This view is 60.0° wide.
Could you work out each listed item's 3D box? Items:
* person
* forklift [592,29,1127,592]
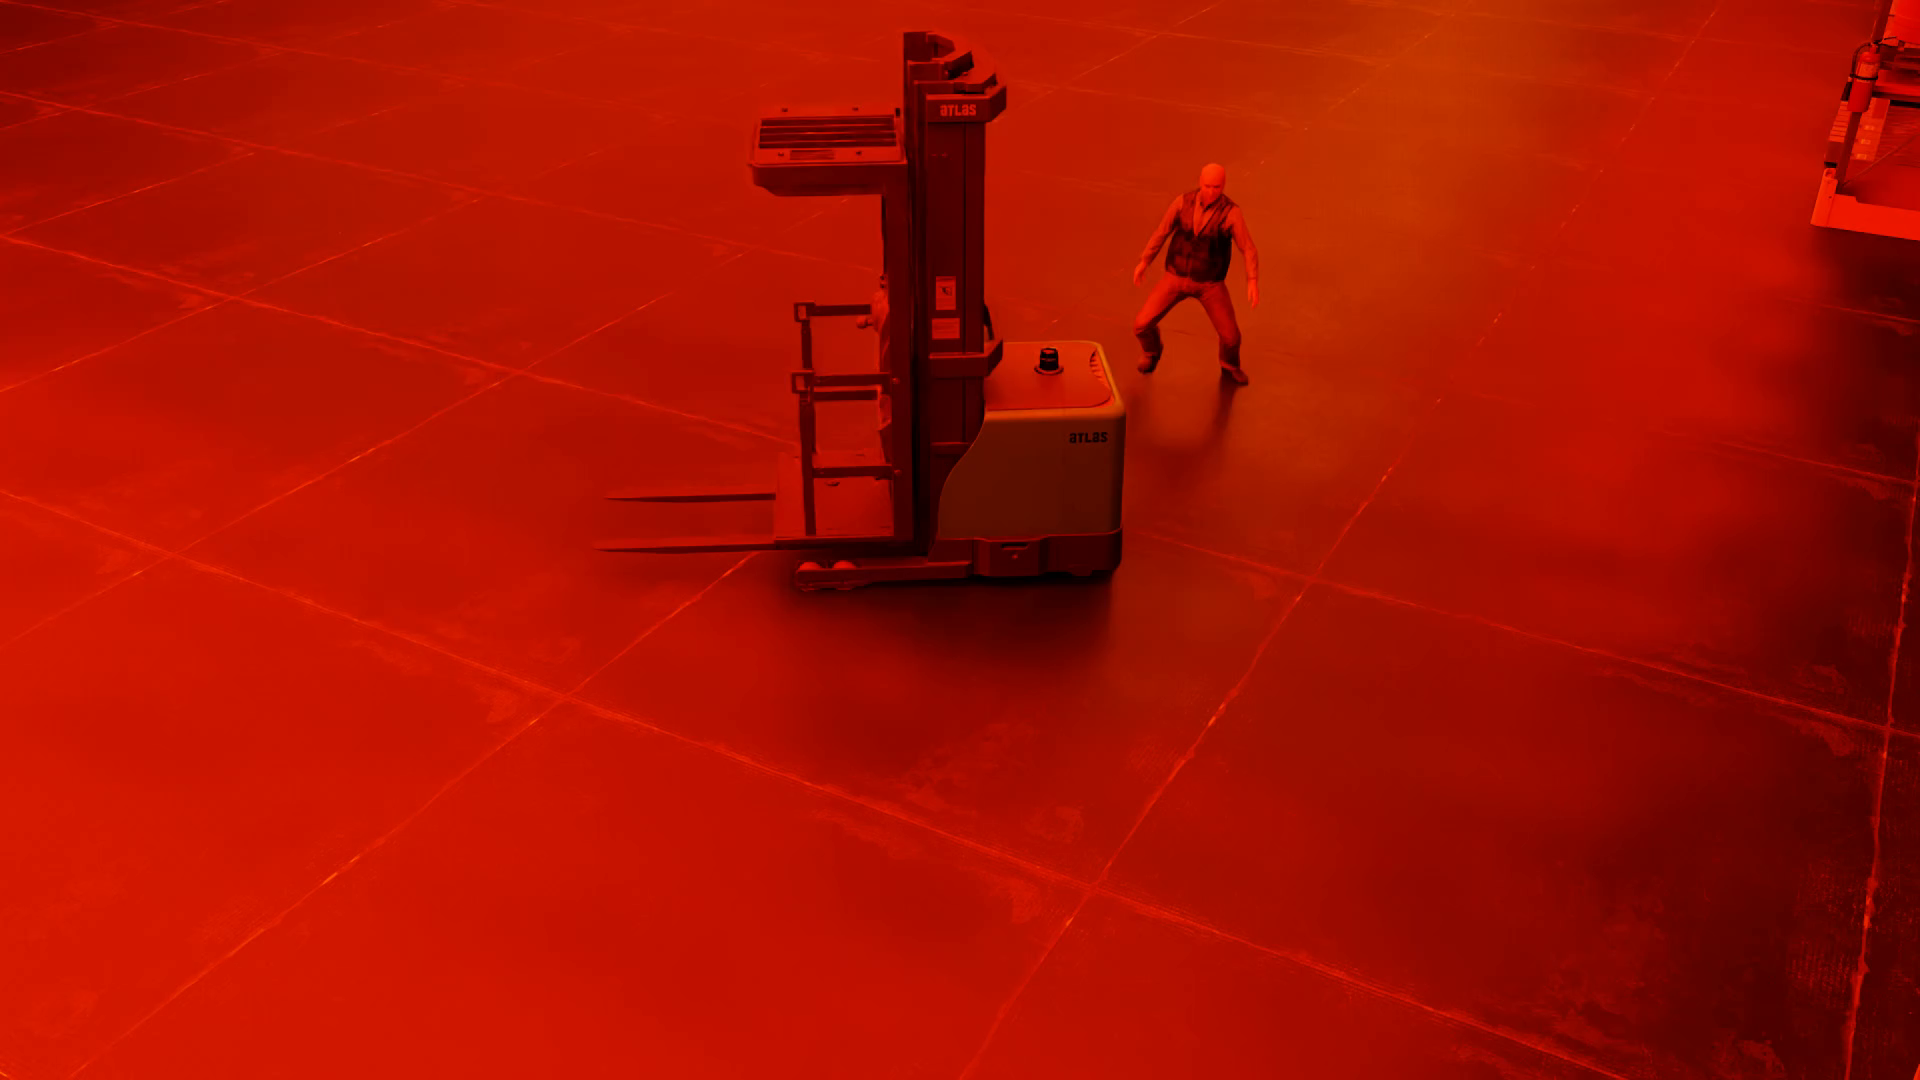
[{"bbox_3d":[1.658,-1.825,11.589,0.925,1.606,0.630,12,32,20],"label":"person"},{"bbox_3d":[-0.609,-1.247,9.232,3.031,2.935,1.130,-2,30,-3],"label":"forklift"}]
